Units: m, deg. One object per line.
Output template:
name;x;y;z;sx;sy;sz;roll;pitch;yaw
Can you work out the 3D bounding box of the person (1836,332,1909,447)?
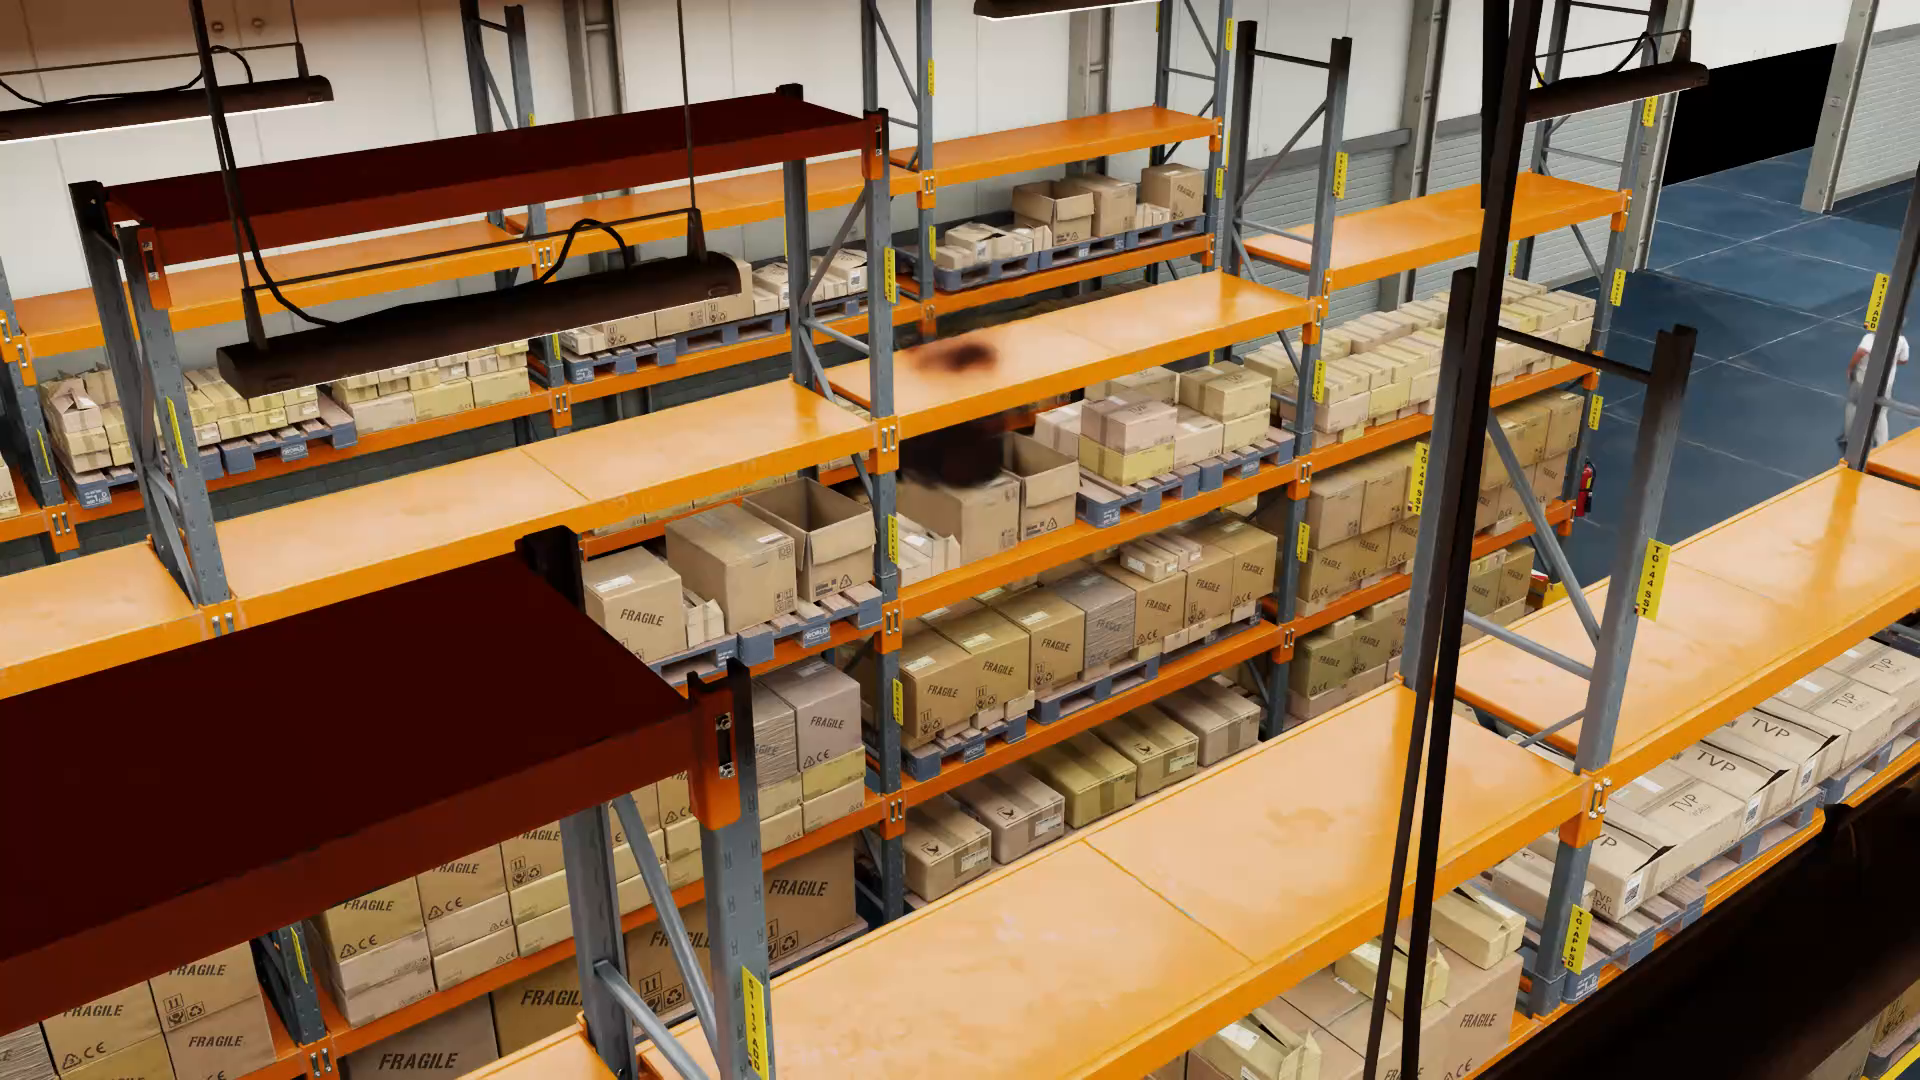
person;10.914;-1.841;19.878;0.671;1.831;0.932;6;27;13
